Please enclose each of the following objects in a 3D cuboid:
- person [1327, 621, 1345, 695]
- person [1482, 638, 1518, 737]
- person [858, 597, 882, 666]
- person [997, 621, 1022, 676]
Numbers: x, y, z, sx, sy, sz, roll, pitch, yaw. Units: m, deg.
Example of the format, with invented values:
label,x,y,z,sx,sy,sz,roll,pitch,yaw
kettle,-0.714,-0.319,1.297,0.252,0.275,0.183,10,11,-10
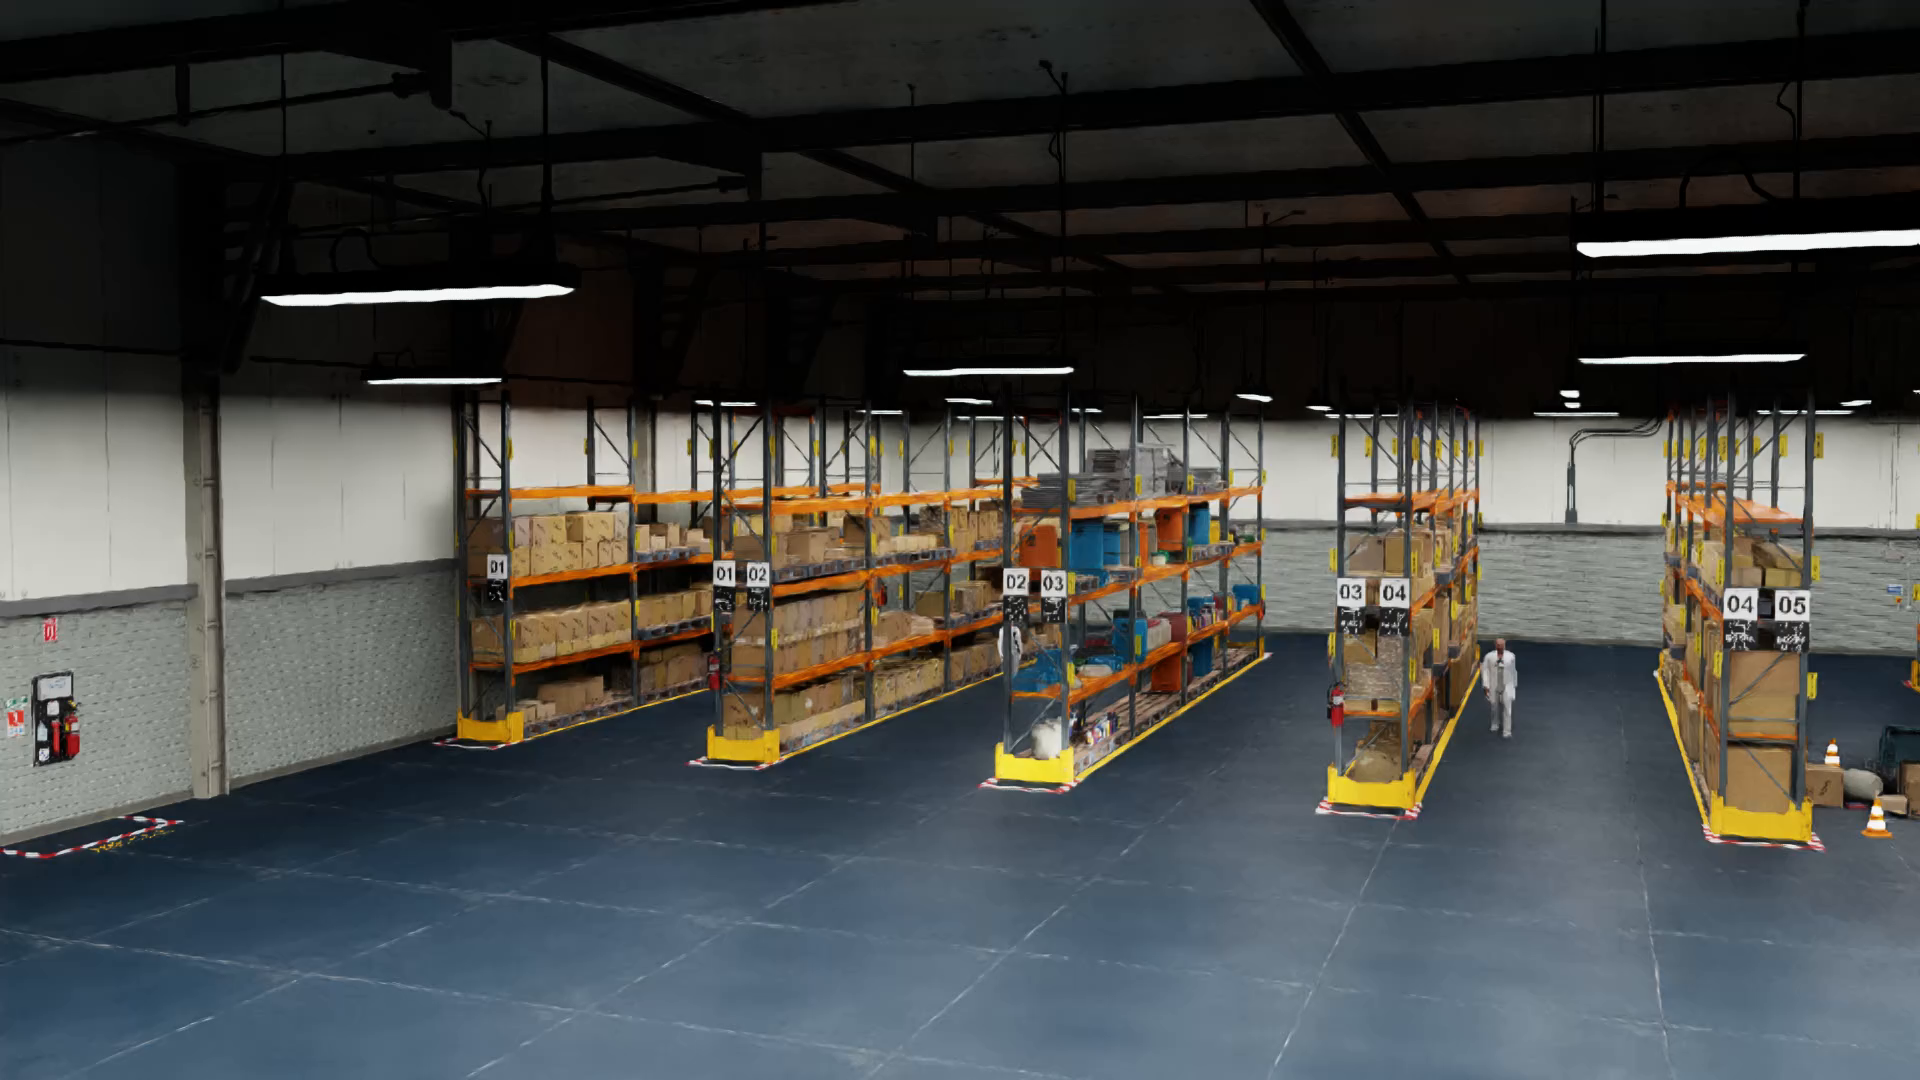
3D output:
label,x,y,z,sx,sy,sz,roll,pitch,yaw
person,7.525,2.369,33.077,0.446,1.590,1.110,1,3,22
person,9.380,2.537,28.906,0.601,1.696,1.185,1,3,19
person,-2.037,2.091,38.278,0.458,1.598,1.019,1,3,20
person,1.016,2.299,34.043,0.482,1.622,0.995,1,3,12
